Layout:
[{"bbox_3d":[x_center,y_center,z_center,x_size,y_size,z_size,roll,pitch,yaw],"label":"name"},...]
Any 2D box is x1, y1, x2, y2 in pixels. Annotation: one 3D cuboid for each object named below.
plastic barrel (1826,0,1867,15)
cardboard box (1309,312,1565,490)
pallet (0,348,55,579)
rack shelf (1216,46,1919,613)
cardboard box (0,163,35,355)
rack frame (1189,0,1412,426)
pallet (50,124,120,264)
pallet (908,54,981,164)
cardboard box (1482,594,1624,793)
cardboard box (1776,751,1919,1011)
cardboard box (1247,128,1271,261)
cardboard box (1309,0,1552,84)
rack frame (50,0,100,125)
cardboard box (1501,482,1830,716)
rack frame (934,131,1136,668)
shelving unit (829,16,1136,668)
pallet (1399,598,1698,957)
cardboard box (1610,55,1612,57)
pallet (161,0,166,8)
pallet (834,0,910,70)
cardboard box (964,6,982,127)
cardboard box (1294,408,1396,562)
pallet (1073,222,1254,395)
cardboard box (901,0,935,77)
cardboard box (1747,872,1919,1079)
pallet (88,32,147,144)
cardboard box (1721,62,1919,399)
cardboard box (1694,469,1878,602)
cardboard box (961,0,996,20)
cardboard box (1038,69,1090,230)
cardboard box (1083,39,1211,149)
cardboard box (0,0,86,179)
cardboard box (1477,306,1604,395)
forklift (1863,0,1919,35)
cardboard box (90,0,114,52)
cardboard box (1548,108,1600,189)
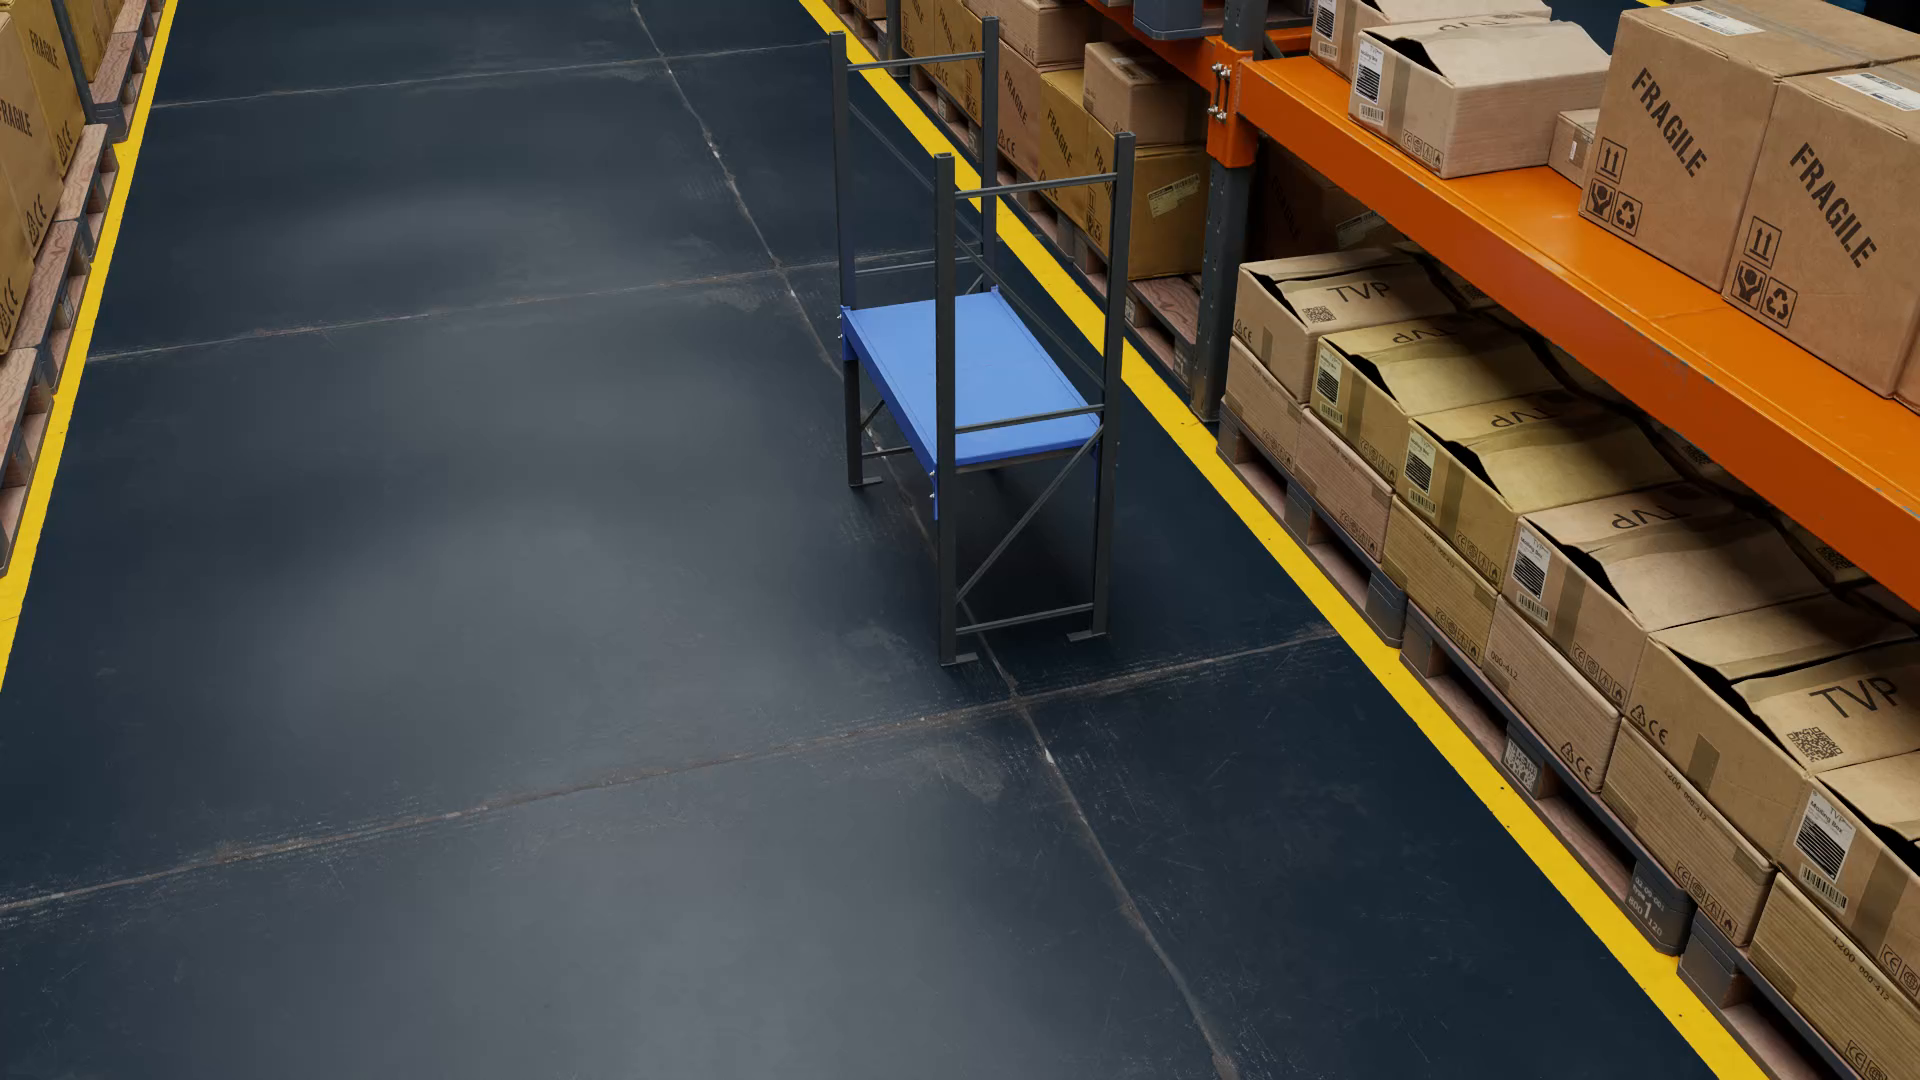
[{"bbox_3d":[5.180,-3.341,9.108,0.600,0.901,0.708,-10,35,-15],"label":"plastic barrel"},{"bbox_3d":[1.364,-0.434,4.790,0.500,0.311,0.500,-11,35,-16],"label":"cardboard box"},{"bbox_3d":[-3.569,-0.199,5.359,1.003,0.211,1.213,-10,35,-15],"label":"pallet"},{"bbox_3d":[1.926,-0.420,3.818,1.077,0.370,4.000,-10,35,-15],"label":"rack shelf"},{"bbox_3d":[-3.761,-1.083,5.737,0.750,0.750,0.750,-10,35,-15],"label":"cardboard box"},{"bbox_3d":[1.316,-1.771,5.209,1.000,3.000,0.127,-10,35,-15],"label":"rack frame"},{"bbox_3d":[-4.314,-1.480,7.298,1.003,0.211,1.213,-10,35,-15],"label":"pallet"},{"bbox_3d":[0.380,-2.287,8.519,1.003,0.211,1.213,-10,35,-15],"label":"pallet"},{"bbox_3d":[1.671,0.331,4.142,0.500,0.250,0.500,-9,35,-14],"label":"cardboard box"},{"bbox_3d":[1.975,0.631,3.179,0.500,0.311,0.500,-9,35,-13],"label":"cardboard box"},{"bbox_3d":[1.284,-1.472,6.625,0.500,0.500,0.500,-11,35,-16],"label":"cardboard box"},{"bbox_3d":[1.385,-1.535,4.933,0.500,0.311,0.500,-8,34,-12],"label":"cardboard box"},{"bbox_3d":[-4.621,-3.036,7.123,1.000,3.000,0.127,-10,35,-15],"label":"rack frame"},{"bbox_3d":[1.675,0.104,3.976,0.500,0.311,0.500,-10,35,-15],"label":"cardboard box"},{"bbox_3d":[0.181,-0.314,4.365,0.500,1.500,0.032,-10,35,-15],"label":"rack frame"},{"bbox_3d":[0.026,-0.581,4.769,0.538,1.500,1.048,-10,35,-15],"label":"shelving unit"},{"bbox_3d":[1.898,0.471,4.346,1.003,0.211,1.213,-10,35,-15],"label":"pallet"},{"bbox_3d":[1.853,-1.240,4.634,0.380,0.149,0.250,-10,35,-15],"label":"cardboard box"},{"bbox_3d":[-5.522,-3.566,10.455,1.003,0.211,1.213,-10,35,-15],"label":"pallet"},{"bbox_3d":[-0.113,-3.068,9.702,1.003,0.211,1.213,-10,35,-15],"label":"pallet"},{"bbox_3d":[0.330,-2.175,7.688,0.500,0.500,0.500,-10,35,-14],"label":"cardboard box"},{"bbox_3d":[1.350,-0.211,4.961,0.500,0.250,0.500,-11,35,-16],"label":"cardboard box"},{"bbox_3d":[1.124,-1.006,6.580,1.003,0.211,1.213,-10,35,-15],"label":"pallet"},{"bbox_3d":[0.011,-2.716,8.508,0.500,0.500,0.500,-12,35,-17],"label":"cardboard box"},{"bbox_3d":[1.981,0.867,3.331,0.500,0.250,0.500,-11,35,-15],"label":"cardboard box"},{"bbox_3d":[-4.778,-2.285,8.516,1.003,0.211,1.213,-10,35,-15],"label":"pallet"},{"bbox_3d":[2.004,-0.658,3.434,0.500,0.500,0.500,-10,35,-15],"label":"cardboard box"},{"bbox_3d":[2.177,0.002,4.131,0.500,0.311,0.500,-9,35,-13],"label":"cardboard box"},{"bbox_3d":[0.316,-2.504,7.507,0.500,0.250,0.500,-10,35,-15],"label":"cardboard box"},{"bbox_3d":[0.650,-1.635,6.871,0.500,0.500,0.500,-11,35,-16],"label":"cardboard box"},{"bbox_3d":[0.786,-1.705,6.297,0.500,0.250,0.500,-9,34,-13],"label":"cardboard box"},{"bbox_3d":[-4.299,-1.995,7.117,0.750,0.750,0.750,-10,35,-14],"label":"cardboard box"},{"bbox_3d":[1.875,-0.527,4.932,0.500,0.311,0.500,-11,35,-15],"label":"cardboard box"},{"bbox_3d":[3.904,-2.447,6.295,1.130,2.935,3.031,-5,34,-7],"label":"forklift"},{"bbox_3d":[-4.901,-2.842,8.717,0.700,0.500,0.500,-10,35,-15],"label":"cardboard box"},{"bbox_3d":[1.759,-1.006,4.279,0.380,0.149,0.250,-8,34,-11],"label":"cardboard box"}]
